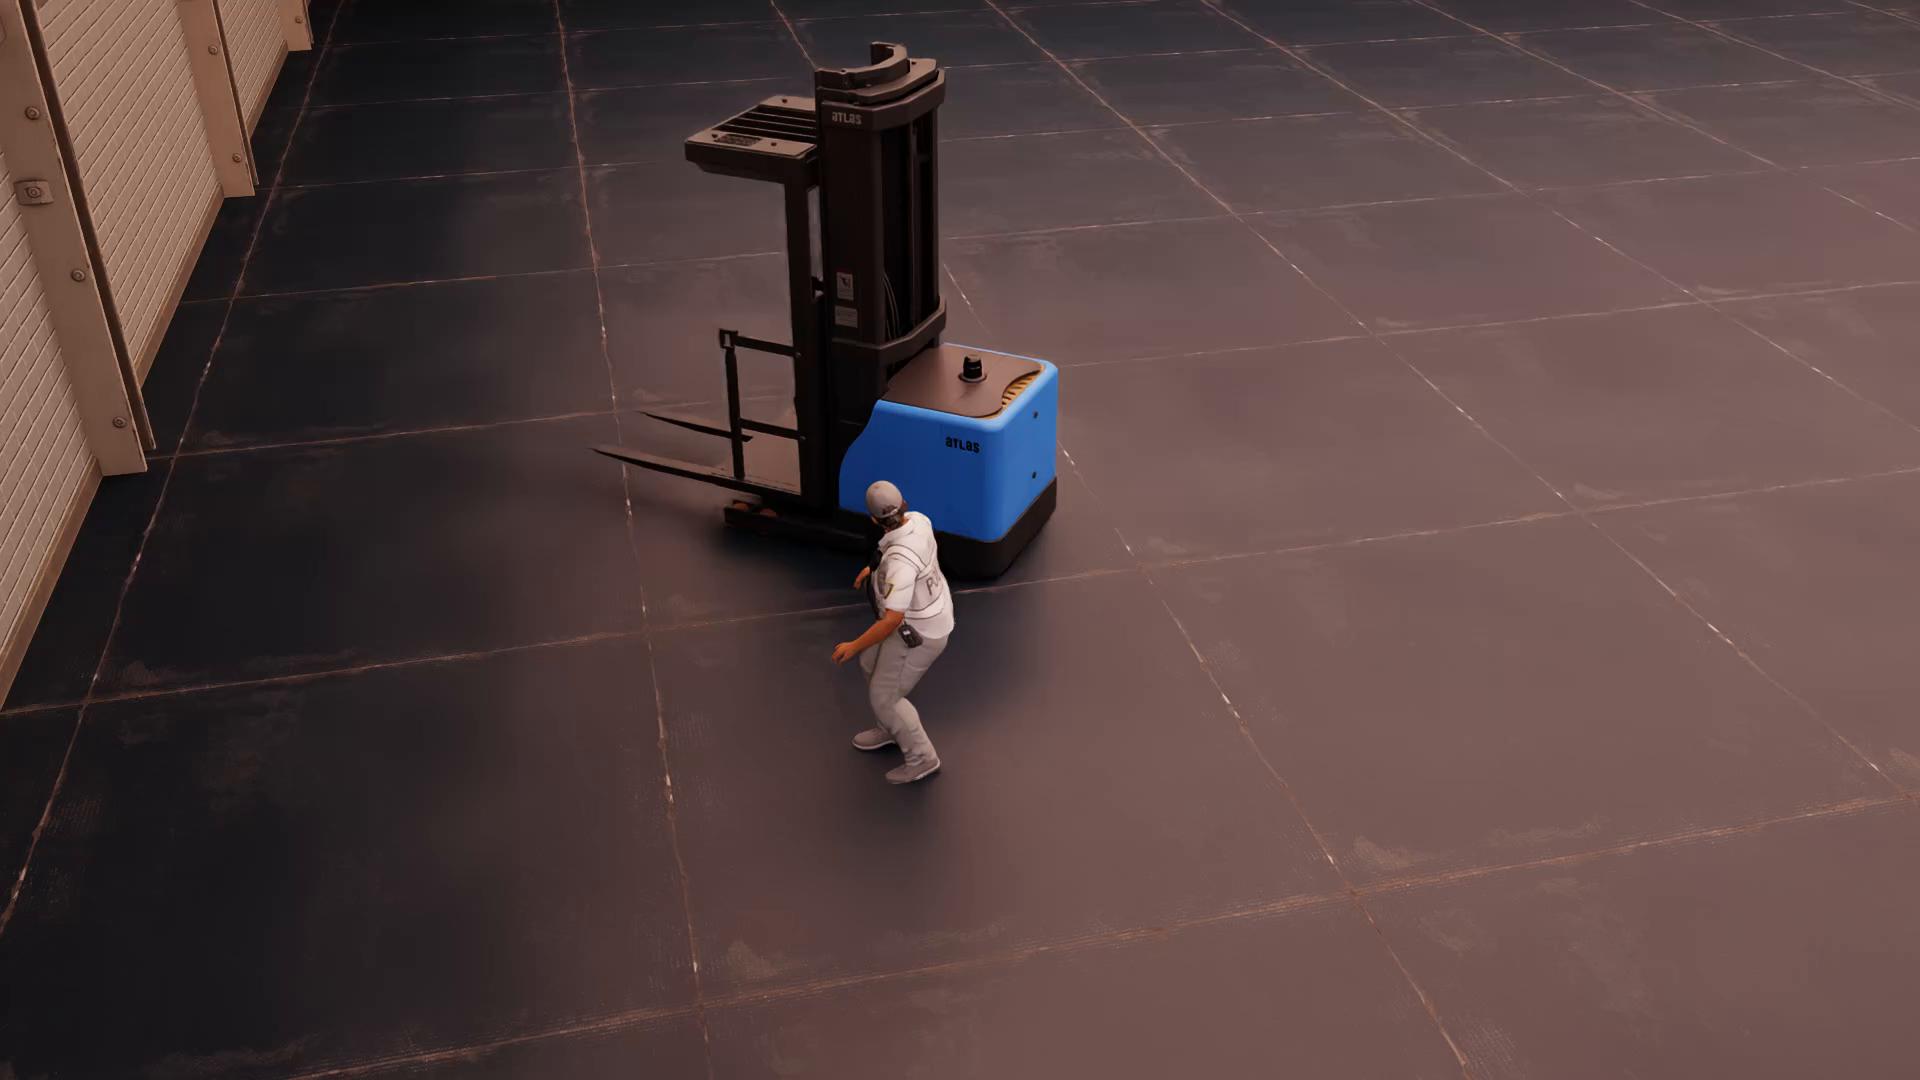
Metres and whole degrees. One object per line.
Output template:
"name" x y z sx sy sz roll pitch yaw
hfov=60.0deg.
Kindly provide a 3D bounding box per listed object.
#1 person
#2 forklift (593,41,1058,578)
"person" -0.325 0.438 8.186 0.597 1.619 0.720 0 30 -1
"forklift" -0.941 -1.523 10.206 3.031 2.935 1.130 13 32 21
